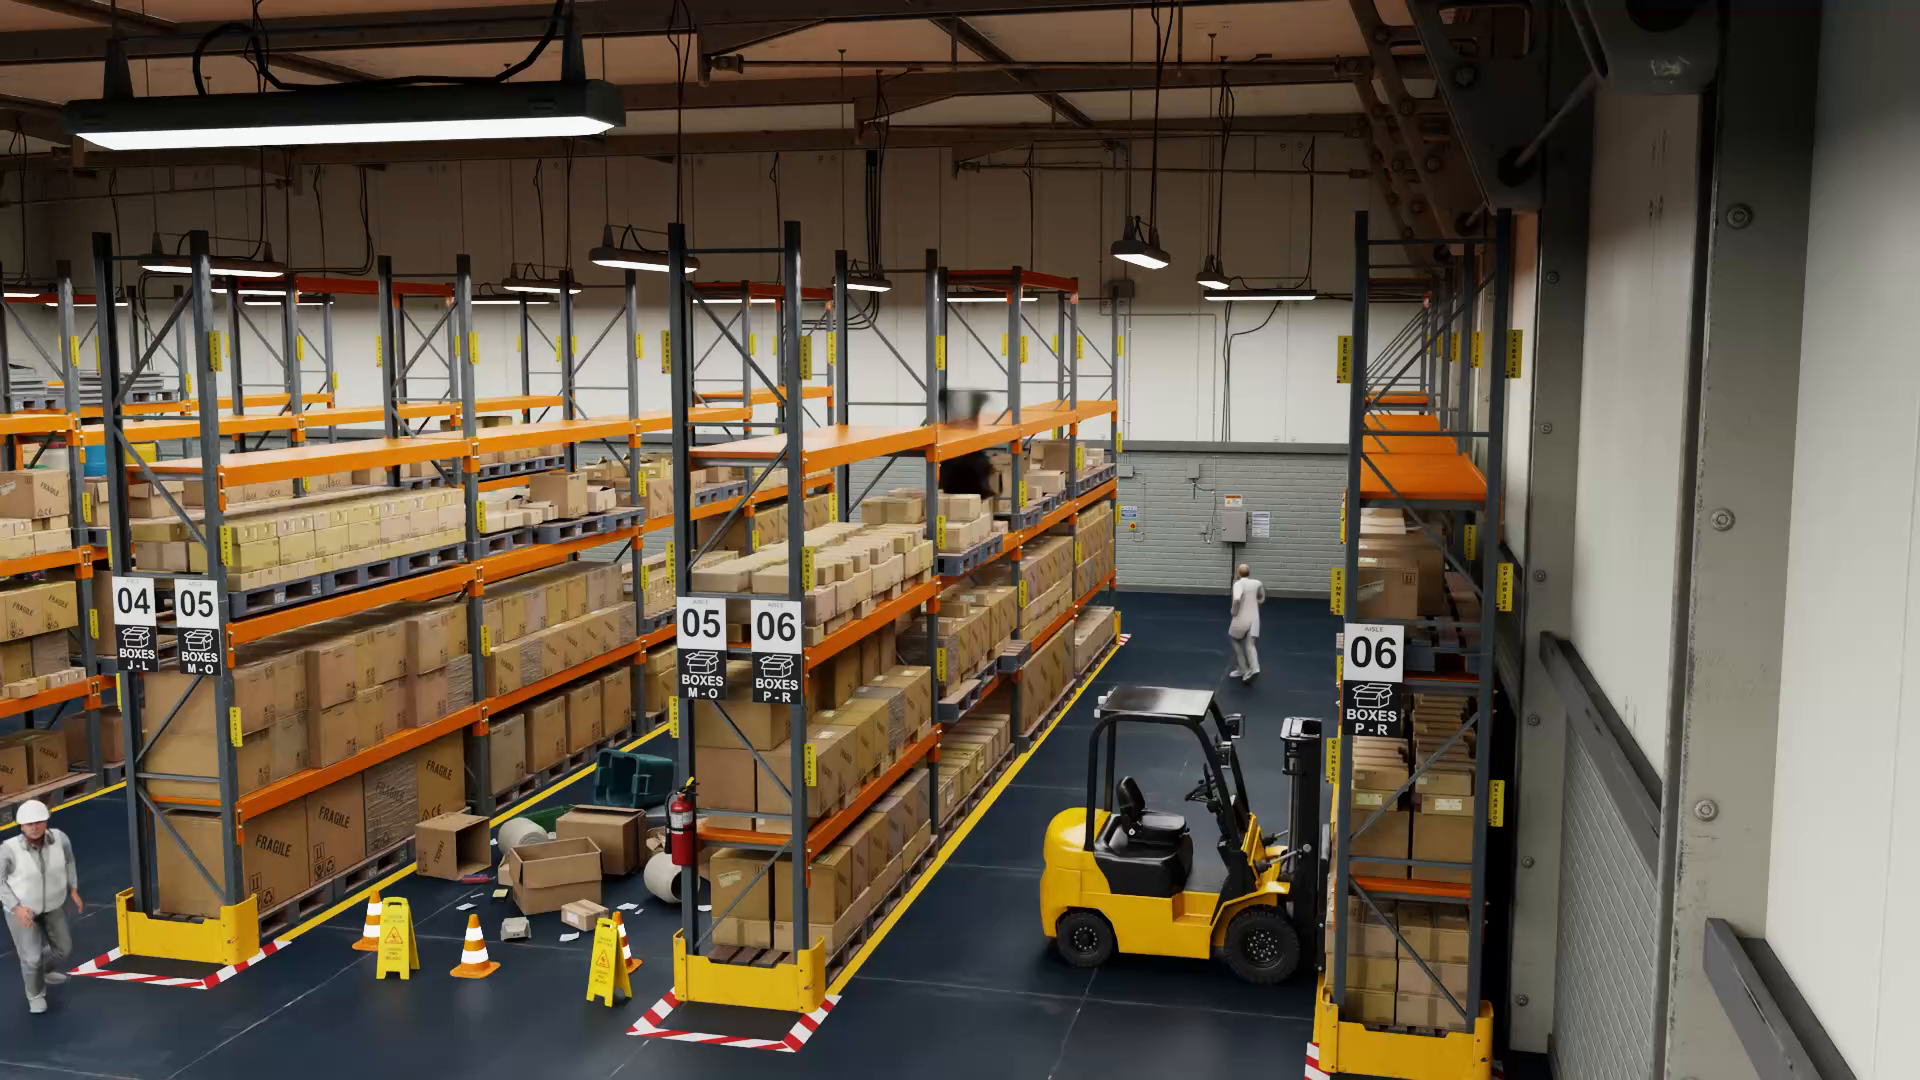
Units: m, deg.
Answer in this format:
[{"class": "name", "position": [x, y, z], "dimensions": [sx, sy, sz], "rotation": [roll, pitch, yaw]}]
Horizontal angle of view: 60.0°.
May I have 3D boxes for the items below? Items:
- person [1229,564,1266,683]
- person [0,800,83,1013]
[{"class": "person", "position": [4.360, 1.251, 24.968], "dimensions": [0.662, 1.752, 0.918], "rotation": [-2, 7, -16]}, {"class": "person", "position": [-7.098, 2.778, 12.734], "dimensions": [0.771, 1.705, 0.630], "rotation": [6, 9, 39]}]
